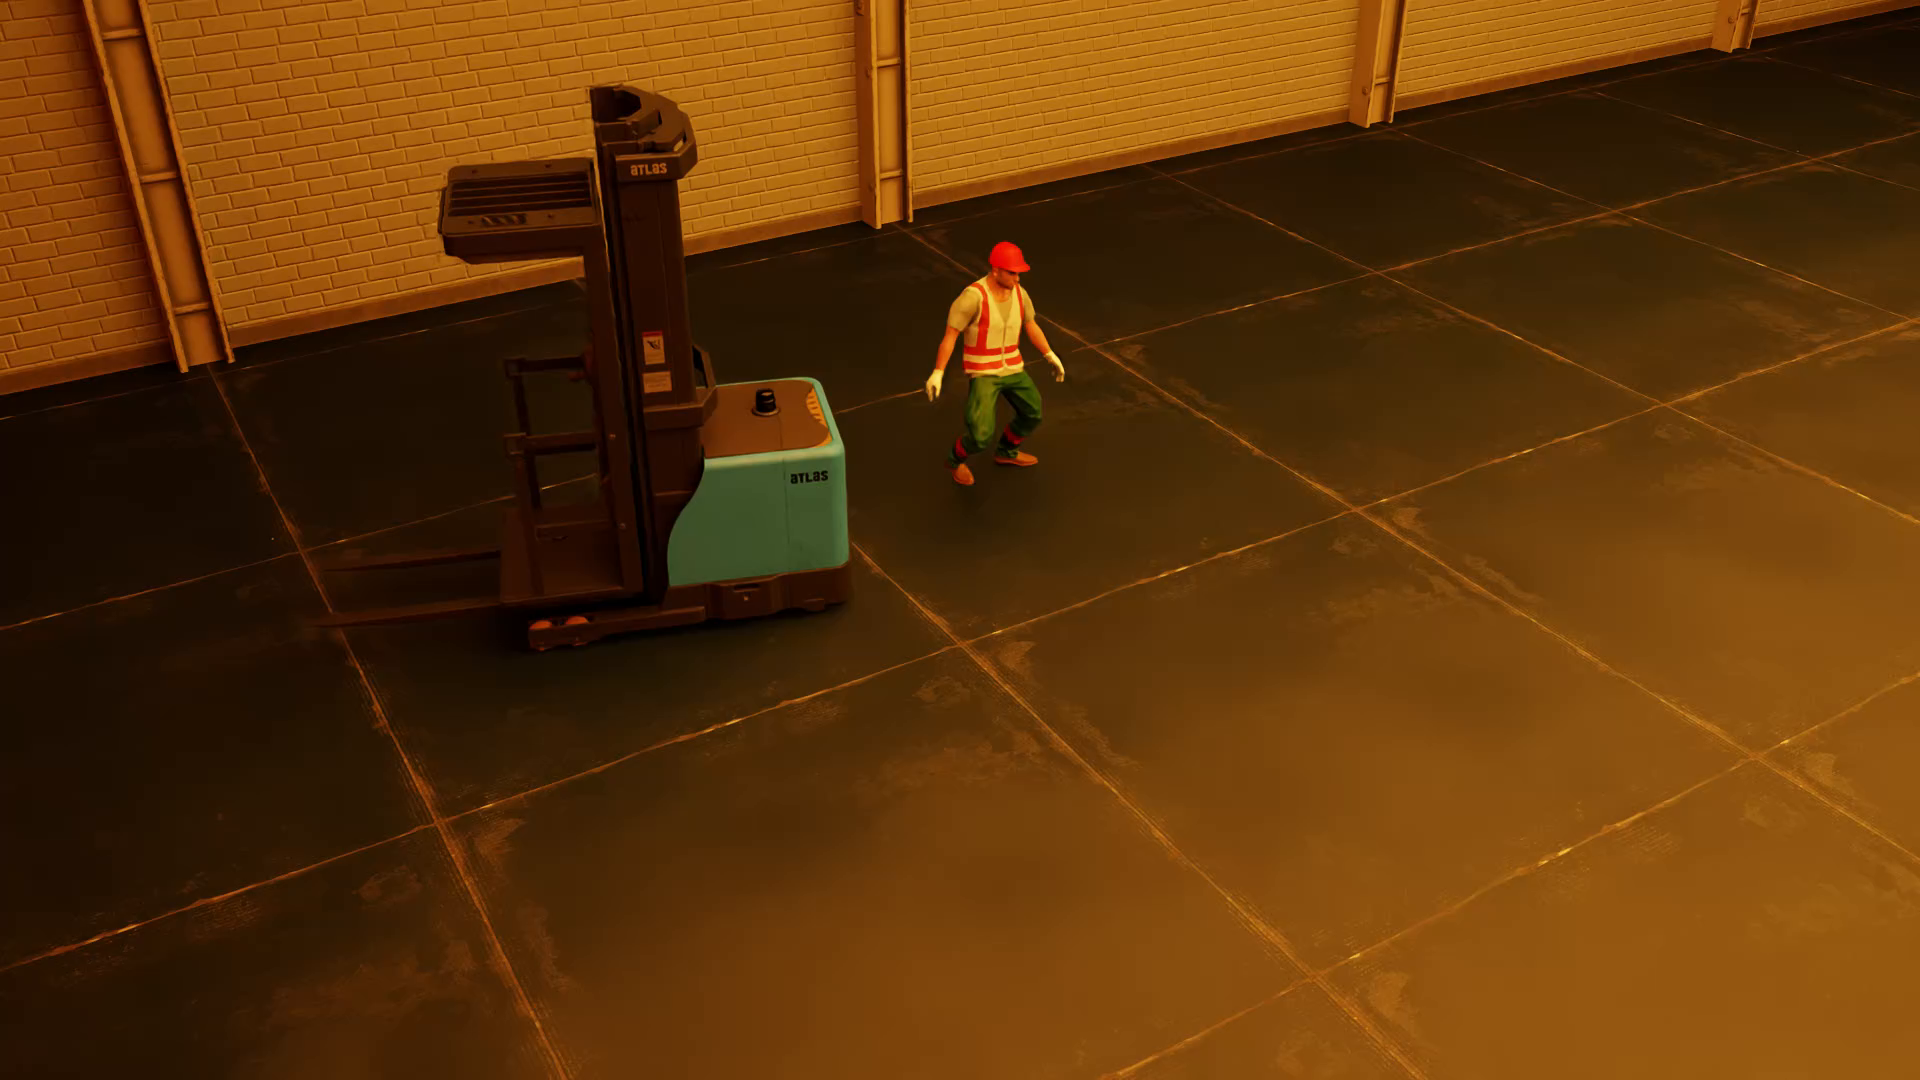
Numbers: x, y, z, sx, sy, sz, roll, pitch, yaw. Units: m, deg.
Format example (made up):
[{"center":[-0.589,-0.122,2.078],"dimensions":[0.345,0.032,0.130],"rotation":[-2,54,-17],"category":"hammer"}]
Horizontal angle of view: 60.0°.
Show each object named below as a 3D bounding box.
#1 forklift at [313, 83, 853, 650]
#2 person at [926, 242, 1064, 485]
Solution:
[{"center":[-2.207,-0.929,9.198],"dimensions":[3.031,2.935,1.130],"rotation":[-7,32,-11],"category":"forklift"},{"center":[0.229,-1.102,10.716],"dimensions":[0.949,1.679,0.553],"rotation":[-18,35,-27],"category":"person"}]
